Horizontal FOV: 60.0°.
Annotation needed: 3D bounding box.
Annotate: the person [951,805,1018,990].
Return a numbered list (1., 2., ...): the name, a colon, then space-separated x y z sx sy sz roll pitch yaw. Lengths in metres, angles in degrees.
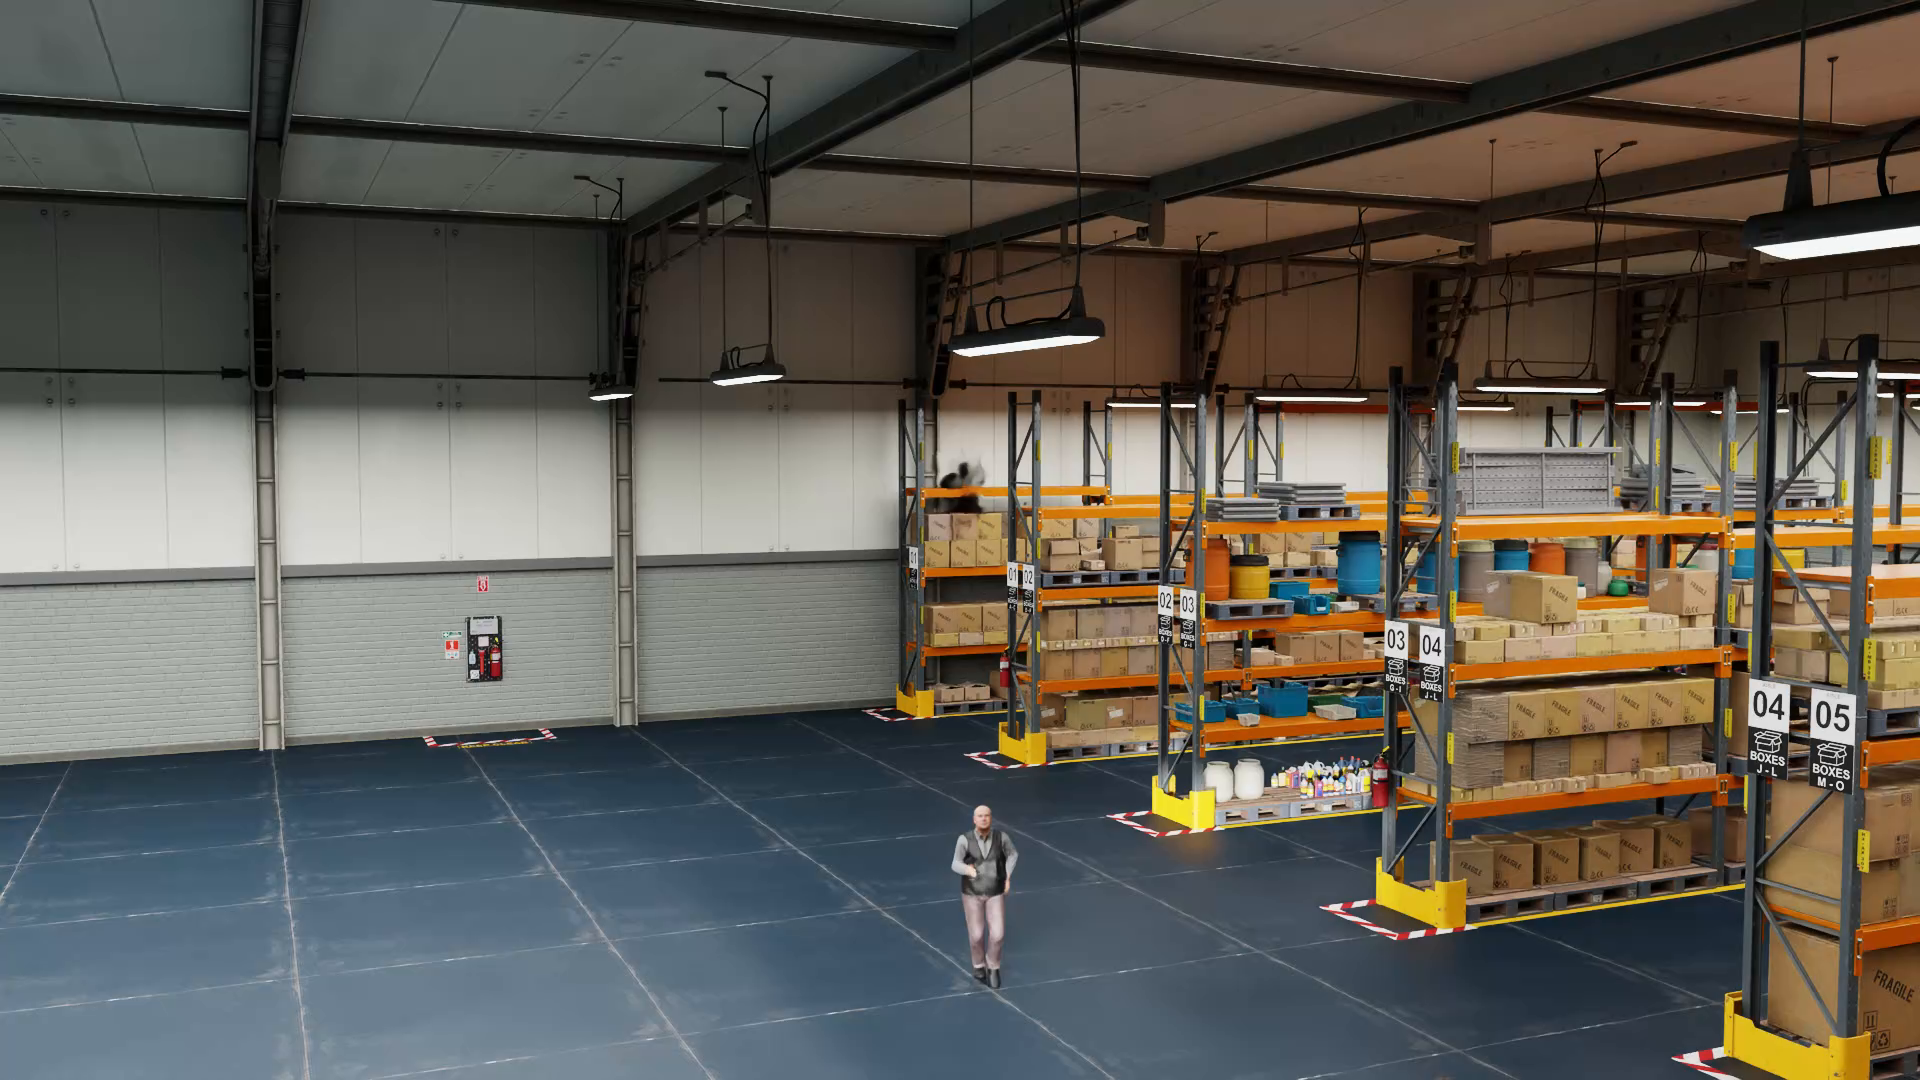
1. person: 0.239 3.392 15.741 0.640 1.738 0.669 0 3 0
